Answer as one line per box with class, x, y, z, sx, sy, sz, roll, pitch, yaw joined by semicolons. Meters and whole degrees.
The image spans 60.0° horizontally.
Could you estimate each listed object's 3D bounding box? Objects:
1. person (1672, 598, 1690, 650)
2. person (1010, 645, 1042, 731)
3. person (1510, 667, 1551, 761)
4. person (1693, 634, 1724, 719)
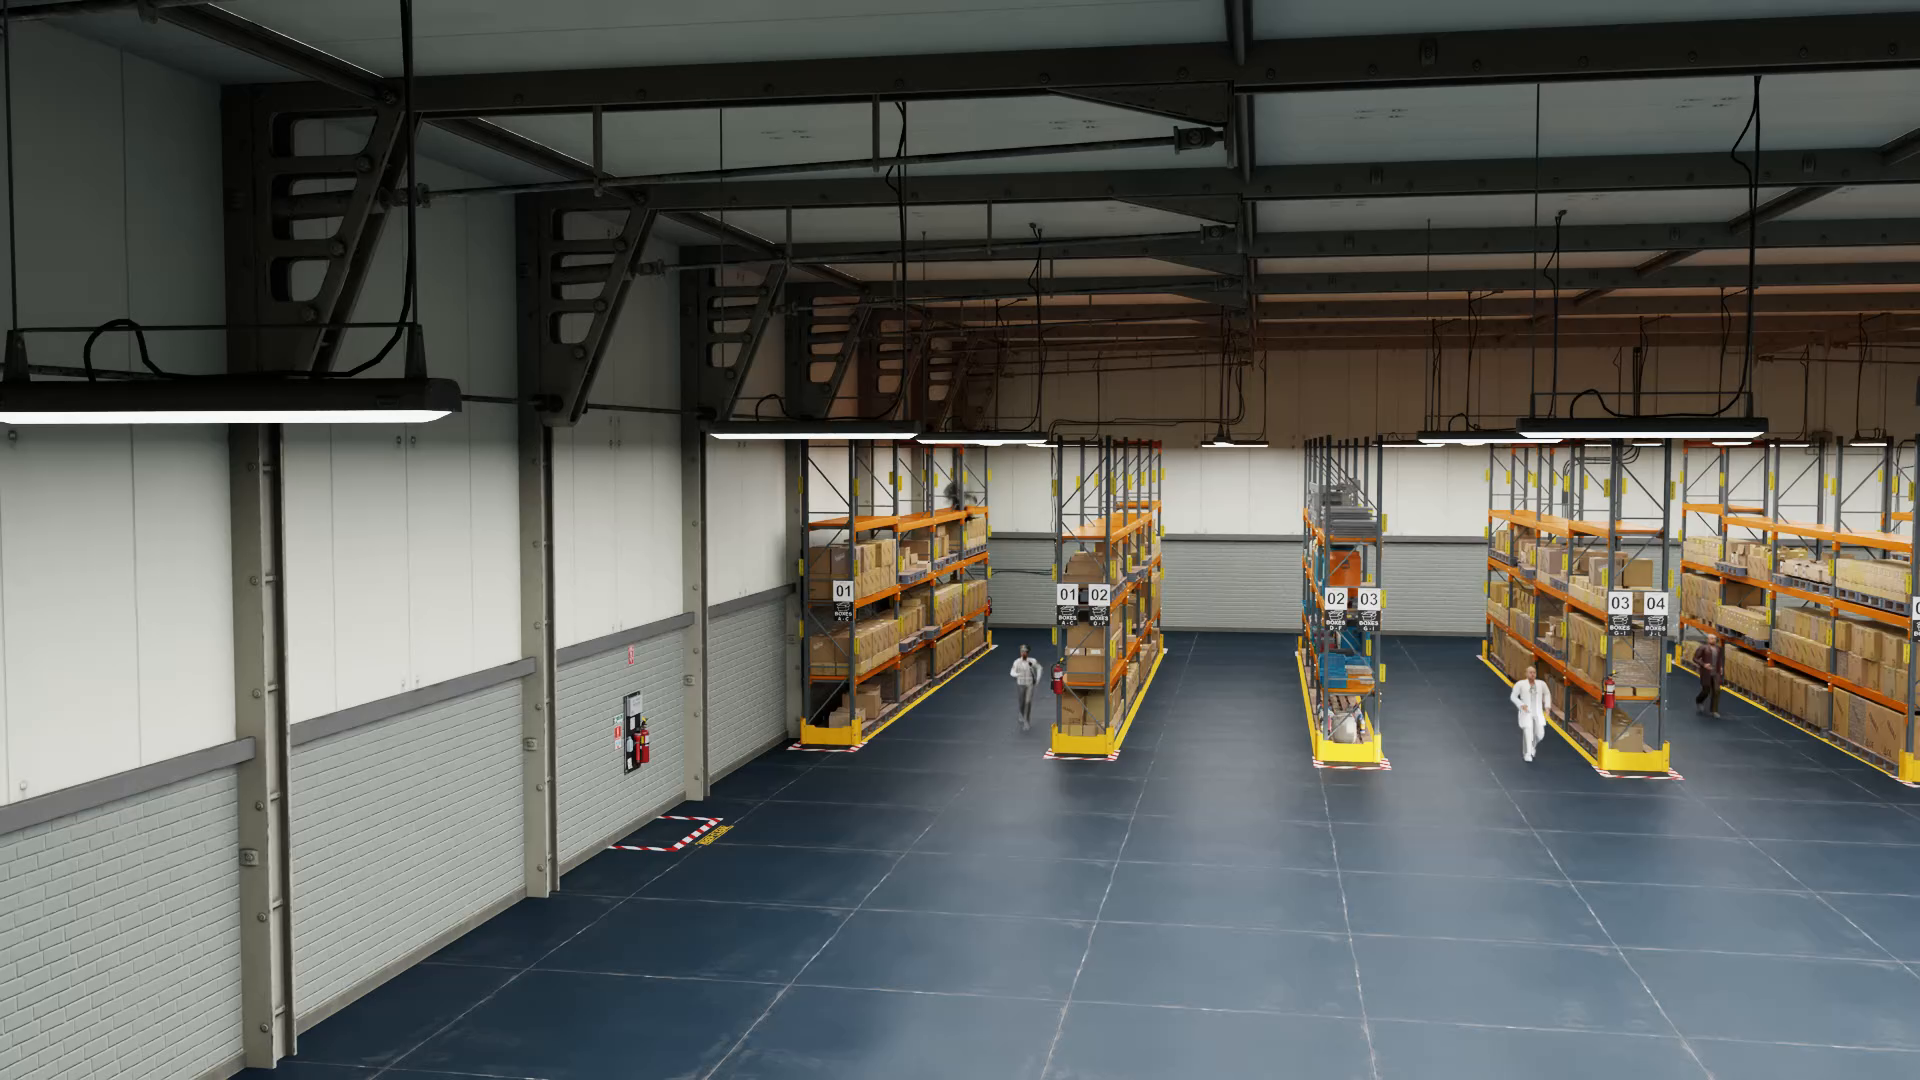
person;19.935;2.434;45.641;0.615;1.671;0.622;0;3;0
person;1.366;3.016;34.379;0.620;1.727;0.927;1;3;10
person;10.512;3.195;30.593;0.760;1.732;0.657;0;3;1
person;16.150;2.902;35.845;0.711;1.779;0.959;0;3;1
